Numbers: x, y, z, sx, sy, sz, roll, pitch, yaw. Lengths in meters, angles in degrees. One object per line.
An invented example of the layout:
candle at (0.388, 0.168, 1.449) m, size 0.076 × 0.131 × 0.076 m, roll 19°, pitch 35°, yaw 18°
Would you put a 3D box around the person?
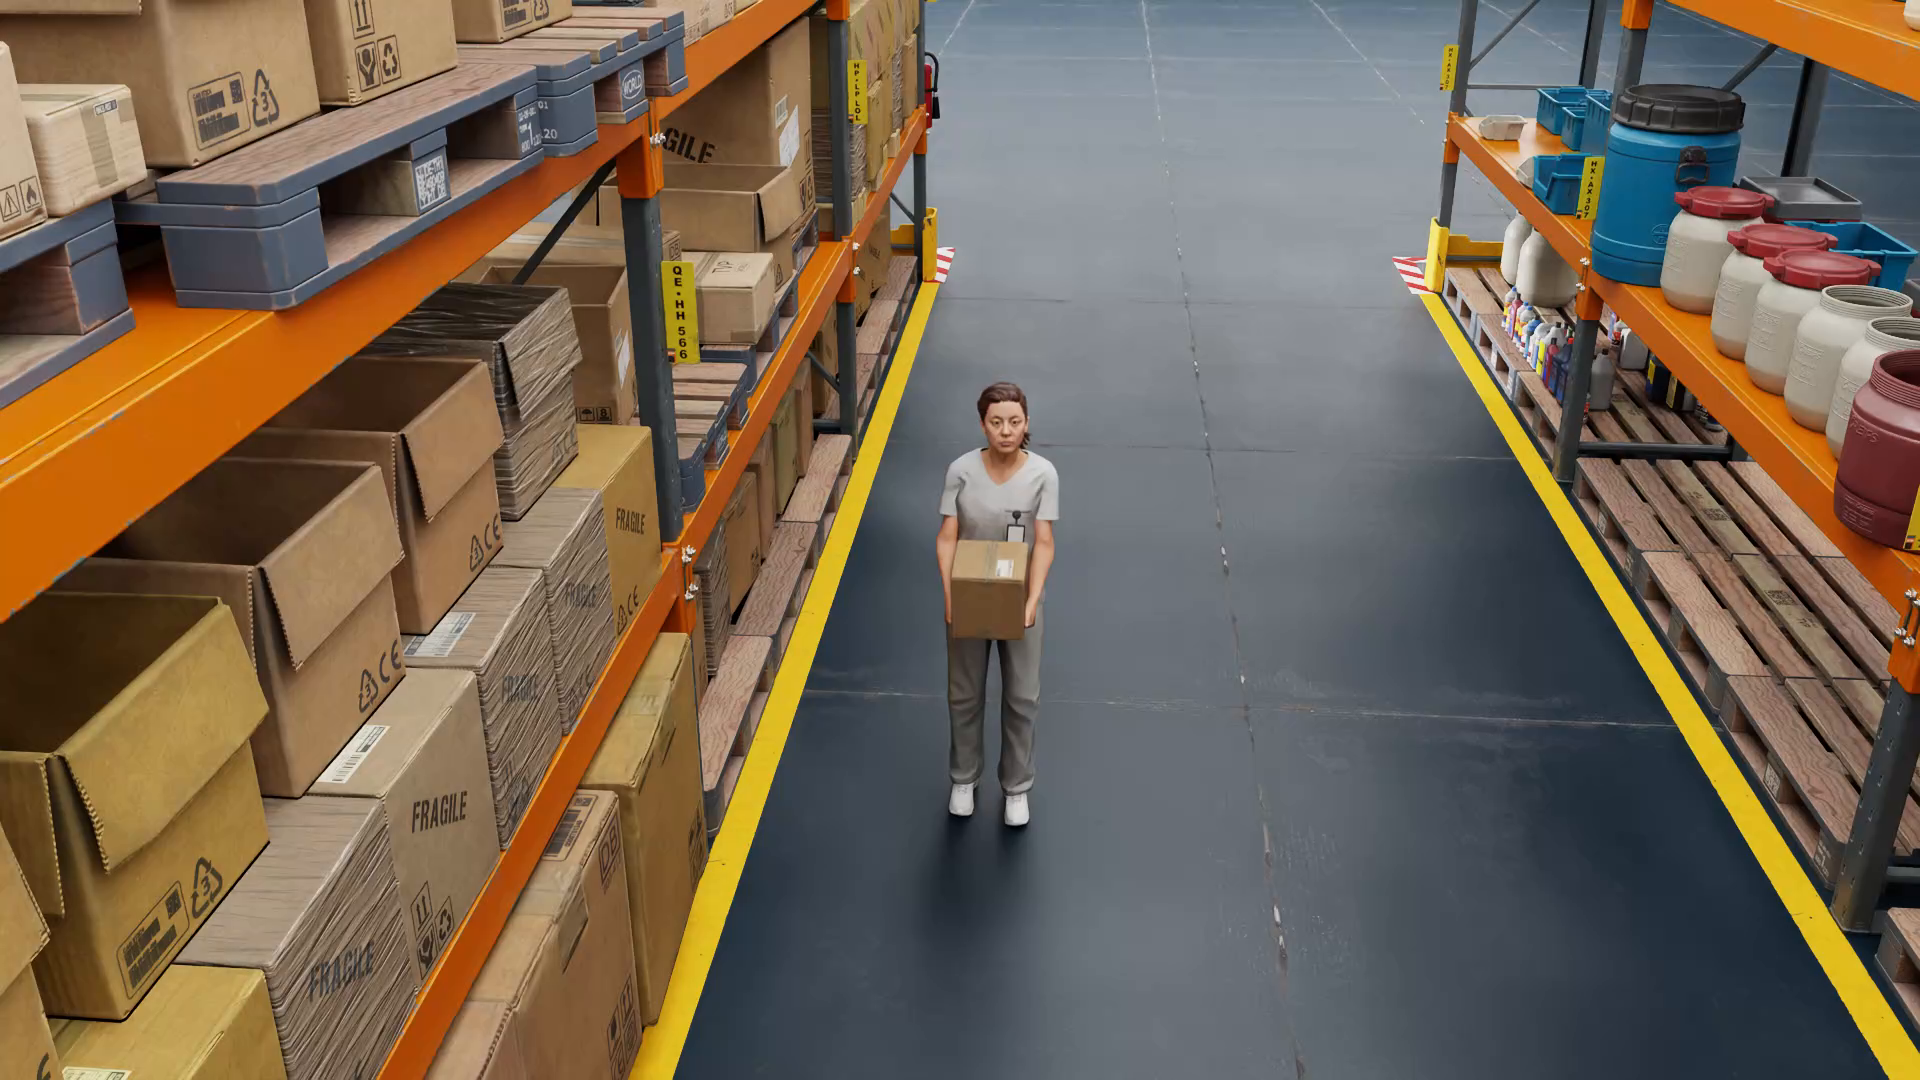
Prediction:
person at (0.130, 0.271, 6.052) m, size 0.436 × 1.644 × 0.550 m, roll 2°, pitch 25°, yaw 5°
